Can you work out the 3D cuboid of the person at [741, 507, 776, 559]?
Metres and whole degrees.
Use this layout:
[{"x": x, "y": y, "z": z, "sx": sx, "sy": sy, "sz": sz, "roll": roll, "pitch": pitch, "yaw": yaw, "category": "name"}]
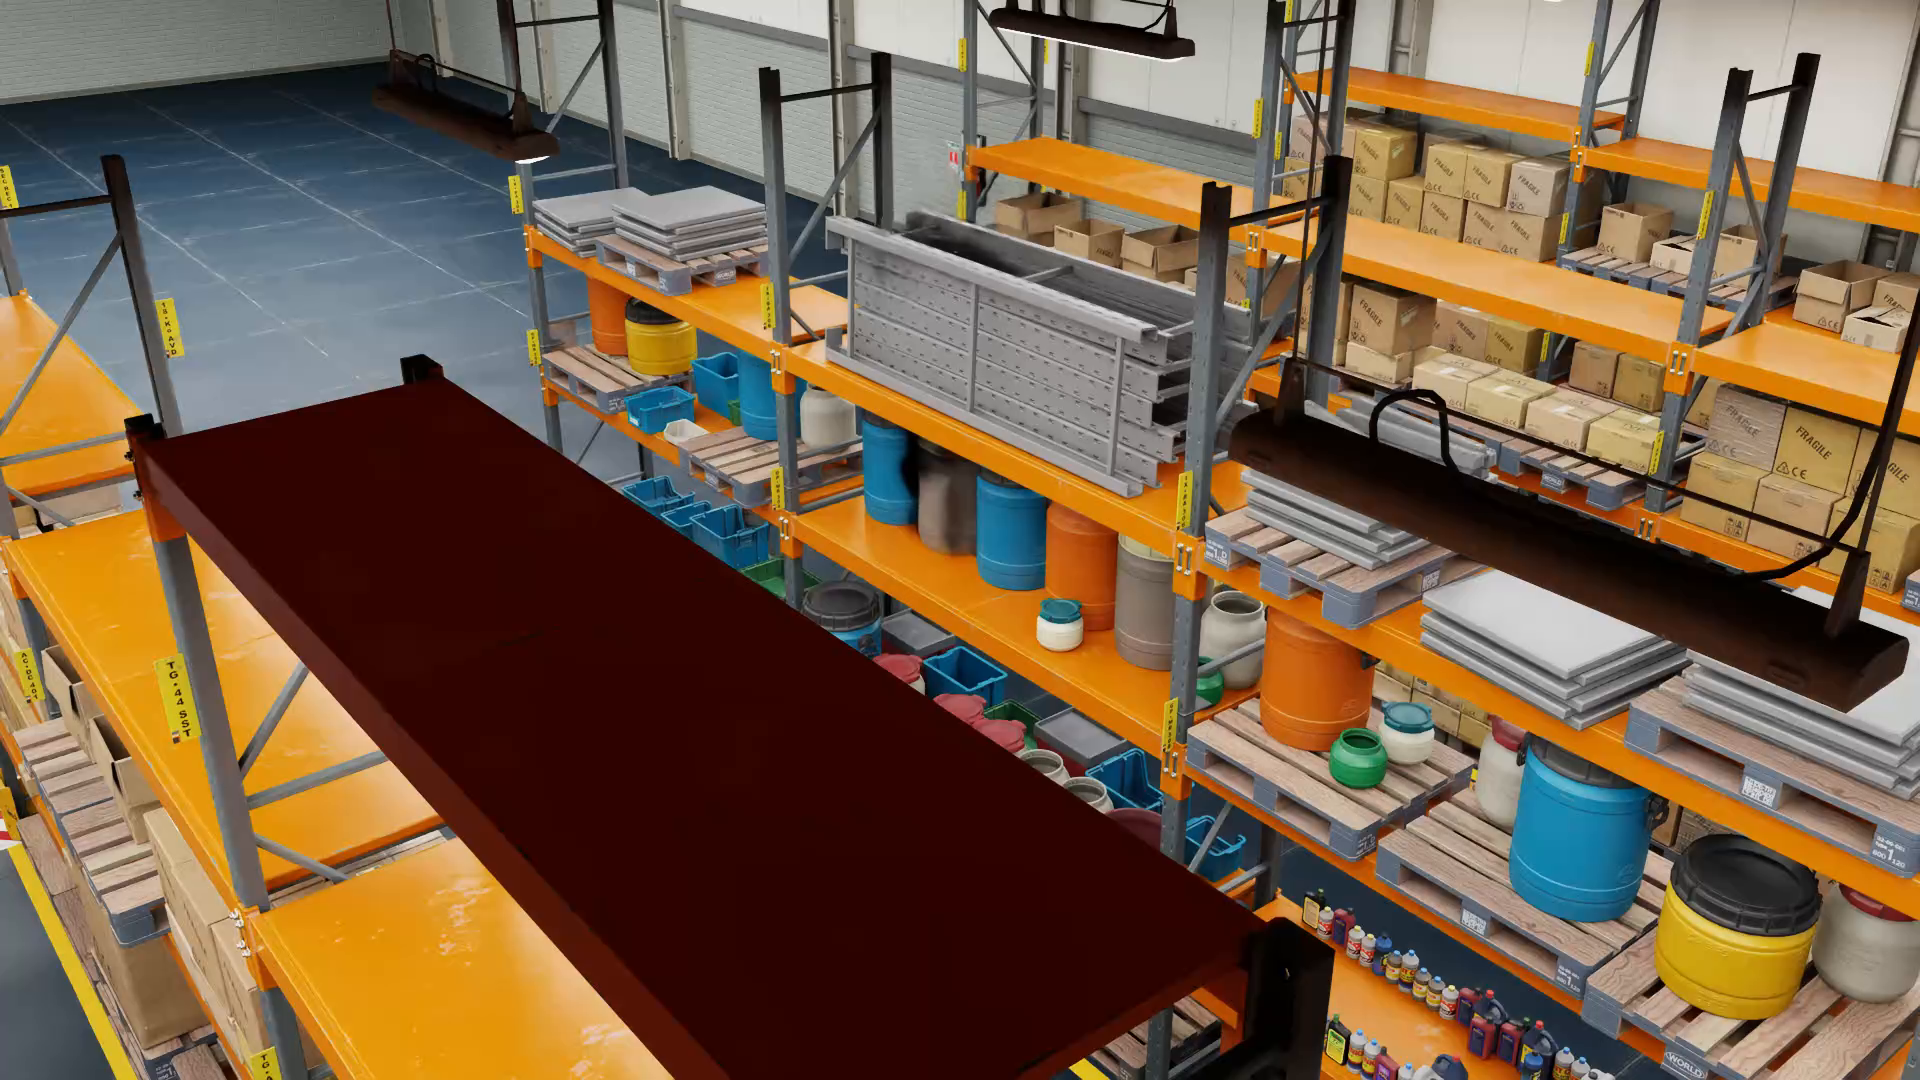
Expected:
[{"x": -2.148, "y": -0.237, "z": 16.948, "sx": 0.501, "sy": 1.601, "sz": 0.632, "roll": 17, "pitch": 31, "yaw": 31, "category": "person"}]
